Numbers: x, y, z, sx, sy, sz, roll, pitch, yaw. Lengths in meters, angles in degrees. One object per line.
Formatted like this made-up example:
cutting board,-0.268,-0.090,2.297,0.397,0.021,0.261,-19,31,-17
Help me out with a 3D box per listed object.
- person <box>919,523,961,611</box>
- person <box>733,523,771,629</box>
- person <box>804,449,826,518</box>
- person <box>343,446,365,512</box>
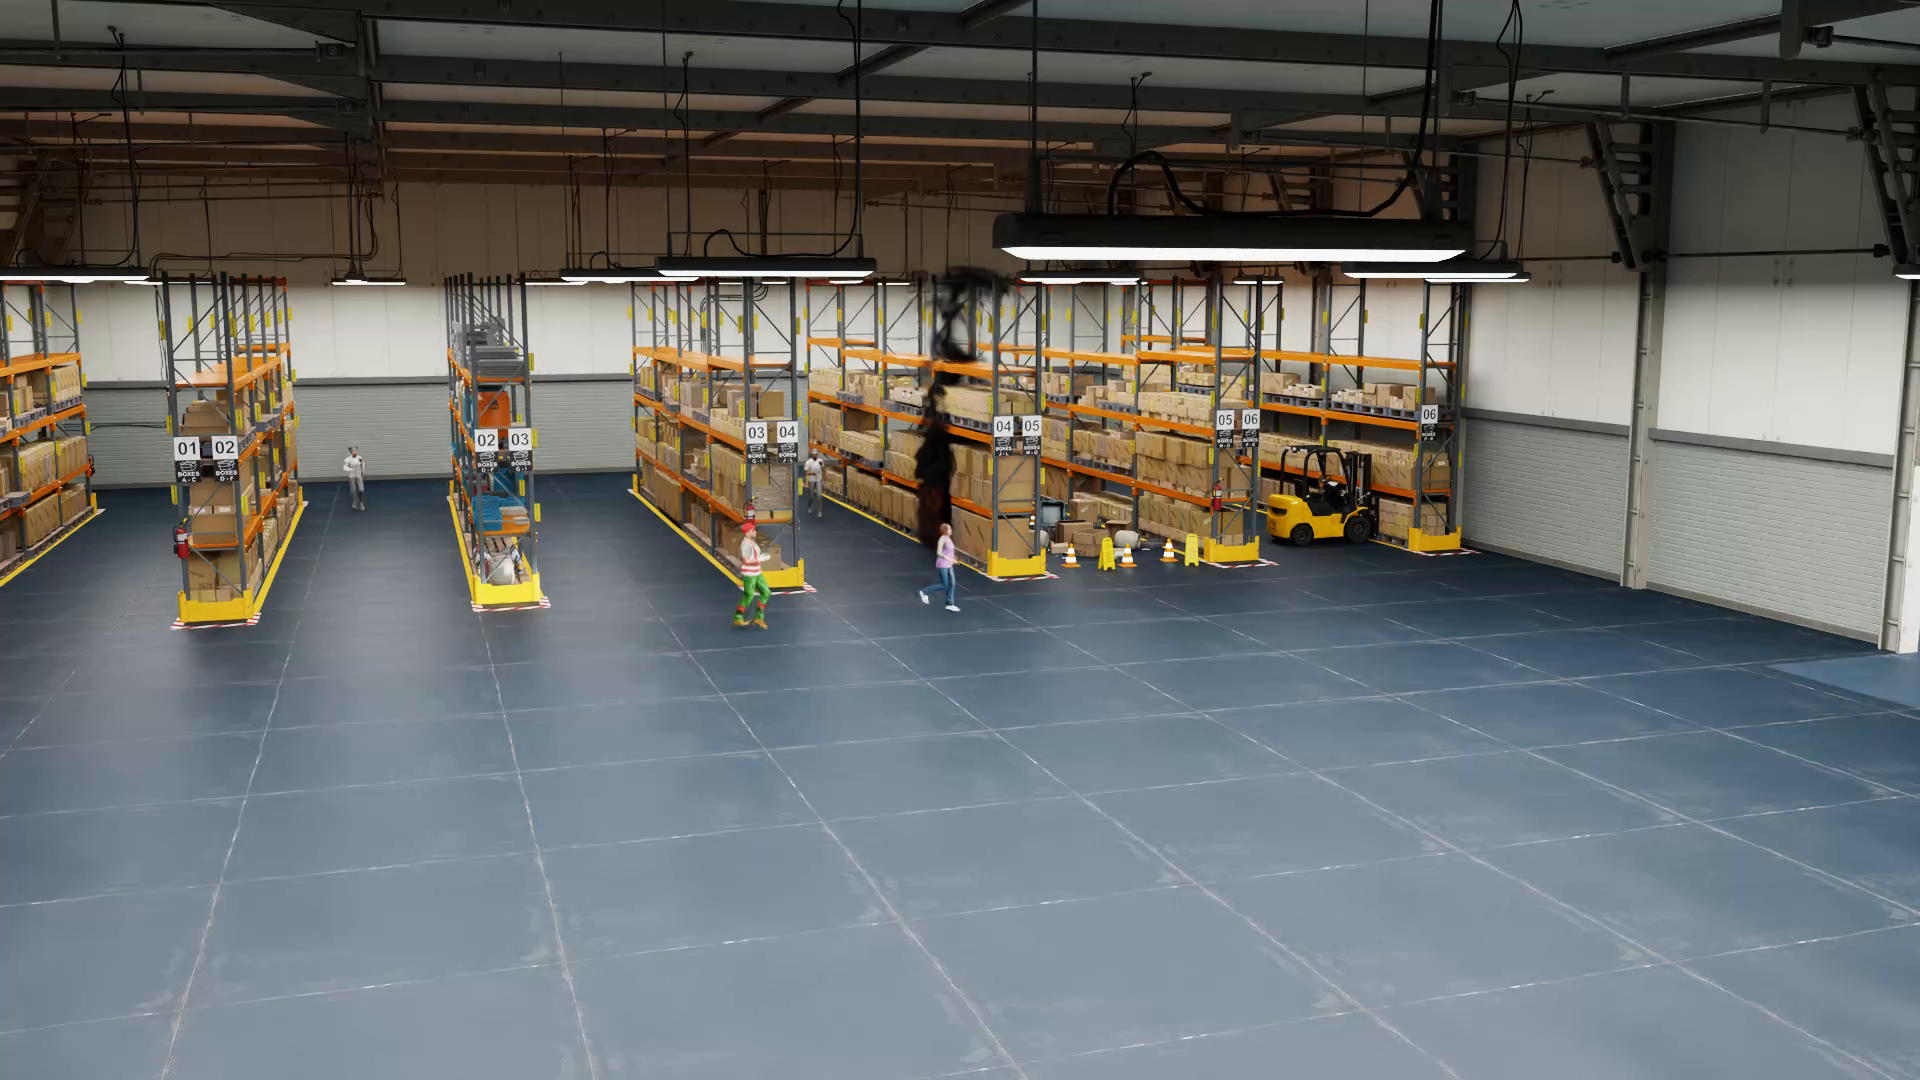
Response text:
person,-0.334,0.484,29.771,0.741,1.592,0.545,3,9,16
person,-3.501,0.619,28.087,0.716,1.836,0.631,2,9,12
person,-3.679,-1.454,42.145,0.593,1.758,0.767,-3,9,-17
person,-15.670,-1.593,43.076,0.559,1.724,0.765,-5,10,-28
